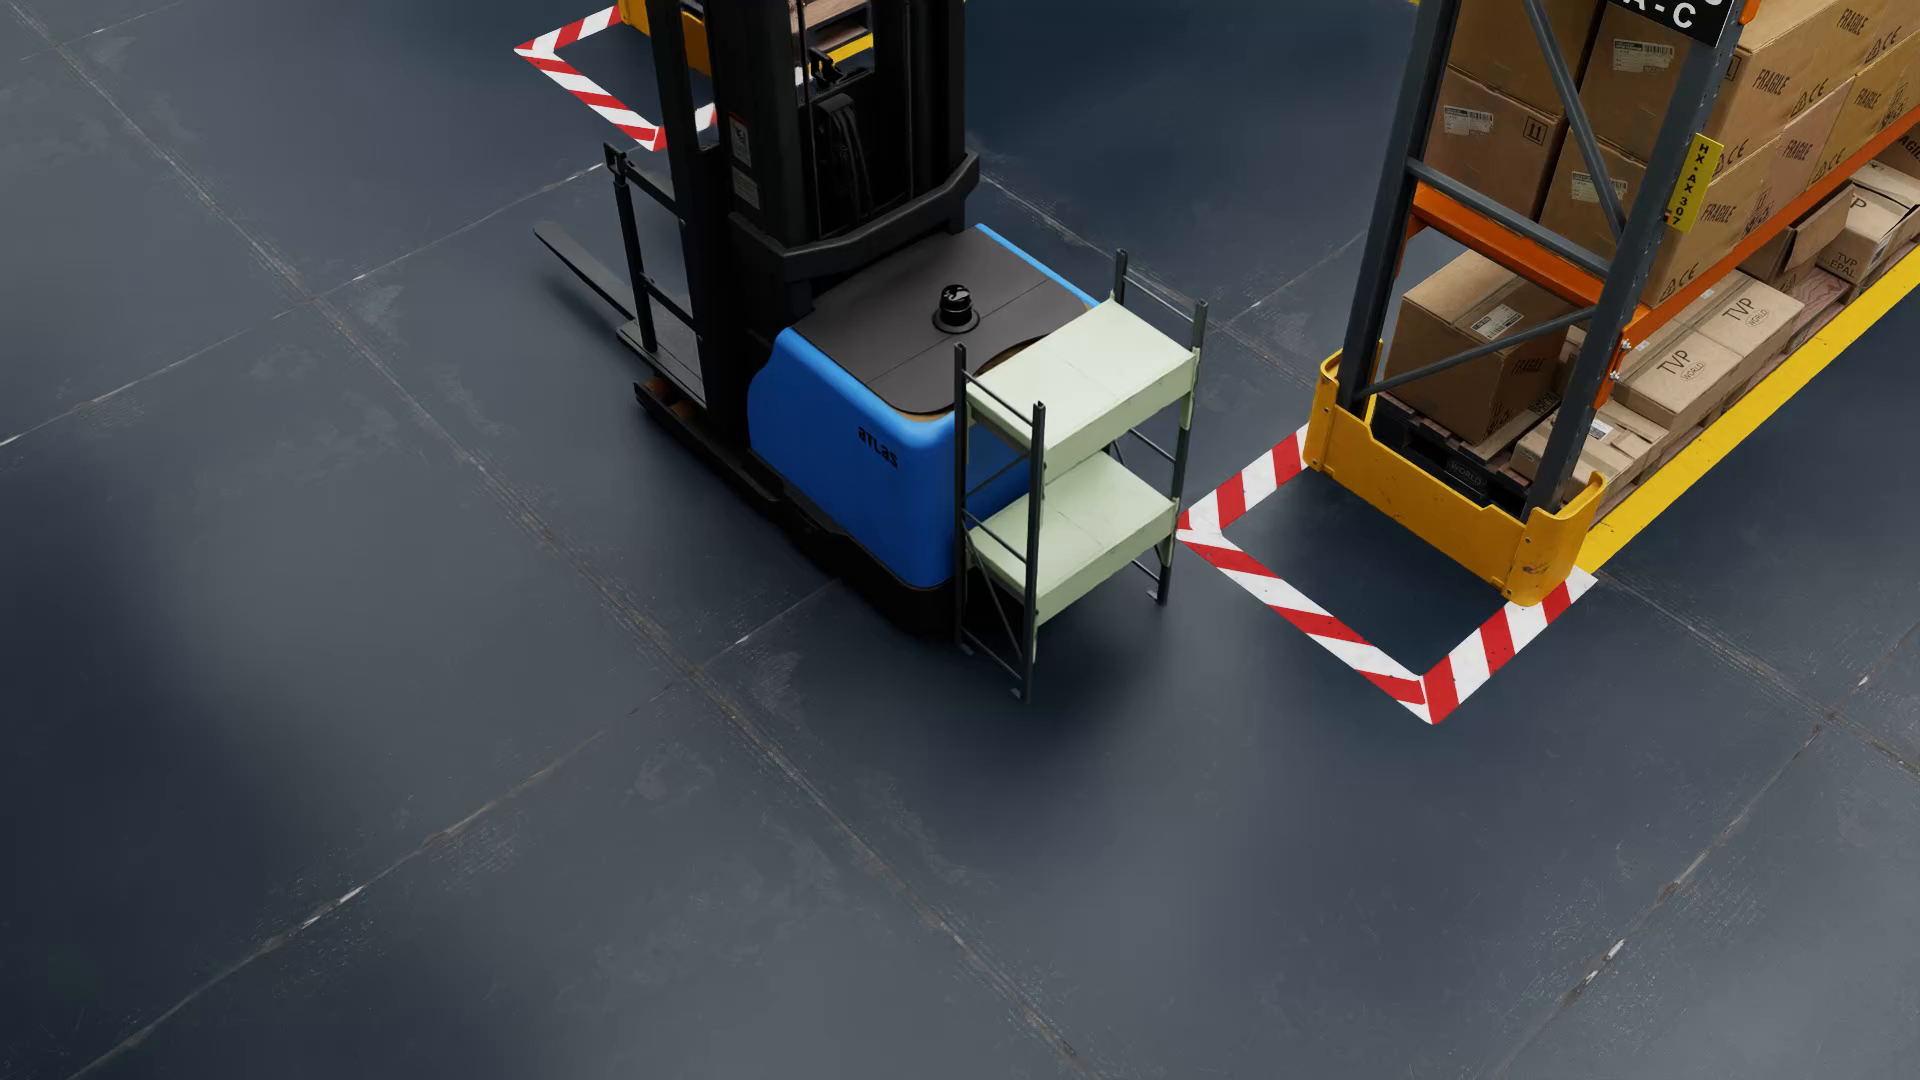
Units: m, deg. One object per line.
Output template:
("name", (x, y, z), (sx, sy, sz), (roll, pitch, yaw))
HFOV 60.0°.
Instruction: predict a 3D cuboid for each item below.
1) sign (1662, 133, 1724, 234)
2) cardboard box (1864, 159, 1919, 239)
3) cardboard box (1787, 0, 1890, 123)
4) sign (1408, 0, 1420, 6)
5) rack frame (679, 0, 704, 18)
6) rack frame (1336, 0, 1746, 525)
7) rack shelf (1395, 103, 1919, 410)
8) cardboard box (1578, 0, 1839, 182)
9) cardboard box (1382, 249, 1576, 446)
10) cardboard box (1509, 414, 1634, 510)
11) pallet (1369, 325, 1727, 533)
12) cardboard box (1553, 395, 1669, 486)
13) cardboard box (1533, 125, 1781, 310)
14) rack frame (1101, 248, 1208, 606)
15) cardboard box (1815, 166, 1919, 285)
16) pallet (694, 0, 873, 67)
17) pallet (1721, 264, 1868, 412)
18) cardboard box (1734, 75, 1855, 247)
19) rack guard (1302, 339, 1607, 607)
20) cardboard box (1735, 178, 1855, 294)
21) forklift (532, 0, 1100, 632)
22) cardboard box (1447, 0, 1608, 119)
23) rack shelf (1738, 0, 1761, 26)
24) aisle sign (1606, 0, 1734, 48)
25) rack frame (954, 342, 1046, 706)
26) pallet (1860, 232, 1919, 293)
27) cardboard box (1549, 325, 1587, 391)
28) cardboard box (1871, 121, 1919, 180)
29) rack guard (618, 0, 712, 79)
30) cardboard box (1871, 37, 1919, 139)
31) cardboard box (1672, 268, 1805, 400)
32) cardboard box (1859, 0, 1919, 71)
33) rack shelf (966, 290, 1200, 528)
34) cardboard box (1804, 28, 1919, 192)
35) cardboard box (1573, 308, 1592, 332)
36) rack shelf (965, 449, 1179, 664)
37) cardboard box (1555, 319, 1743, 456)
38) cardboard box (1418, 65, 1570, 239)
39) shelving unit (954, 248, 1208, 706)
("sign", (2.258, -1.099, 5.134), (0.005, 0.325, 0.100), (-34, 56, -27))
("cardboard box", (4.385, -1.606, 7.832), (0.250, 0.149, 0.380), (-34, 56, -27))
("cardboard box", (2.780, -1.812, 5.632), (0.500, 0.500, 0.500), (-33, 55, -27))
("sign", (1.534, -1.912, 5.470), (0.005, 0.325, 0.100), (-34, 56, -27))
("rack frame", (-1.437, -3.796, 8.211), (0.127, 3.000, 1.000), (-34, 56, -27))
("rack frame", (1.893, -1.100, 5.724), (0.127, 3.000, 1.000), (-34, 56, -27))
("rack shelf", (3.373, -1.845, 6.901), (4.000, 0.370, 1.077), (-34, 56, -27))
("cardboard box", (2.399, -1.549, 5.390), (0.500, 0.500, 0.500), (-32, 55, -26))
("cardboard box", (2.129, -0.804, 6.853), (0.500, 0.500, 0.500), (-34, 56, -27))
("cardboard box", (2.434, -0.303, 6.629), (0.250, 0.149, 0.380), (-34, 56, -27))
("pallet", (2.538, -0.587, 7.148), (1.213, 0.211, 1.003), (-34, 56, -27))
("cardboard box", (2.619, -0.432, 6.736), (0.250, 0.166, 0.380), (-34, 56, -27))
("cardboard box", (2.399, -1.210, 5.758), (0.500, 0.500, 0.500), (-33, 55, -26))
("rack frame", (0.669, -0.365, 6.066), (0.023, 1.500, 0.400), (-33, 55, -27))
("cardboard box", (4.067, -1.509, 7.631), (0.500, 0.311, 0.500), (-34, 56, -27))
("pallet", (-0.800, -3.237, 9.593), (1.213, 0.211, 1.003), (-34, 56, -27))
("pallet", (3.441, -1.187, 7.702), (1.213, 0.211, 1.003), (-34, 56, -27))
("cardboard box", (2.777, -1.468, 5.996), (0.500, 0.500, 0.500), (-34, 56, -27))
("rack guard", (1.949, -0.290, 6.677), (0.348, 0.500, 1.175), (-34, 56, -27))
("cardboard box", (3.466, -1.449, 7.445), (0.637, 0.503, 0.797), (-34, 56, -27))
("forklift", (-0.756, -1.651, 6.279), (1.130, 2.935, 3.031), (-33, 55, -27))
("cardboard box", (2.037, -1.843, 5.661), (0.500, 0.500, 0.500), (-34, 56, -27))
("rack shelf", (3.373, -2.862, 5.799), (4.000, 0.370, 1.077), (-34, 56, -27))
("aisle sign", (2.040, -1.788, 4.590), (0.004, 0.787, 0.394), (-34, 56, -27))
("rack frame", (0.122, -0.008, 5.736), (0.023, 1.500, 0.400), (-33, 55, -27))
("pallet", (4.344, -1.793, 8.261), (1.213, 0.211, 1.003), (-34, 56, -27))
("cardboard box", (2.490, -0.843, 7.115), (0.250, 0.166, 0.380), (-34, 56, -27))
("cardboard box", (4.622, -1.943, 7.904), (0.500, 0.500, 0.500), (-34, 56, -27))
("rack guard", (-1.446, -2.929, 9.112), (0.348, 0.500, 1.175), (-34, 56, -27))
("cardboard box", (3.521, -1.961, 6.450), (0.500, 0.500, 0.500), (-33, 55, -27))
("cardboard box", (3.226, -0.926, 7.135), (0.500, 0.250, 0.500), (-34, 56, -27))
("cardboard box", (3.154, -2.056, 5.858), (0.500, 0.500, 0.500), (-33, 55, -27))
("rack shelf", (0.396, -0.451, 5.614), (0.720, 0.370, 0.431), (-33, 55, -27))
("cardboard box", (3.150, -1.715, 6.223), (0.500, 0.500, 0.500), (-34, 56, -27))
("cardboard box", (2.852, -1.173, 7.363), (0.500, 0.250, 0.500), (-34, 56, -27))
("rack shelf", (0.396, 0.035, 6.141), (0.720, 0.370, 0.431), (-33, 55, -27))
("cardboard box", (2.856, -0.679, 6.907), (0.500, 0.250, 0.500), (-34, 56, -27))
("cardboard box", (2.041, -1.504, 6.028), (0.500, 0.500, 0.500), (-32, 55, -26))
("shelving unit", (0.396, -0.186, 5.901), (0.755, 1.500, 0.431), (-33, 55, -27))
